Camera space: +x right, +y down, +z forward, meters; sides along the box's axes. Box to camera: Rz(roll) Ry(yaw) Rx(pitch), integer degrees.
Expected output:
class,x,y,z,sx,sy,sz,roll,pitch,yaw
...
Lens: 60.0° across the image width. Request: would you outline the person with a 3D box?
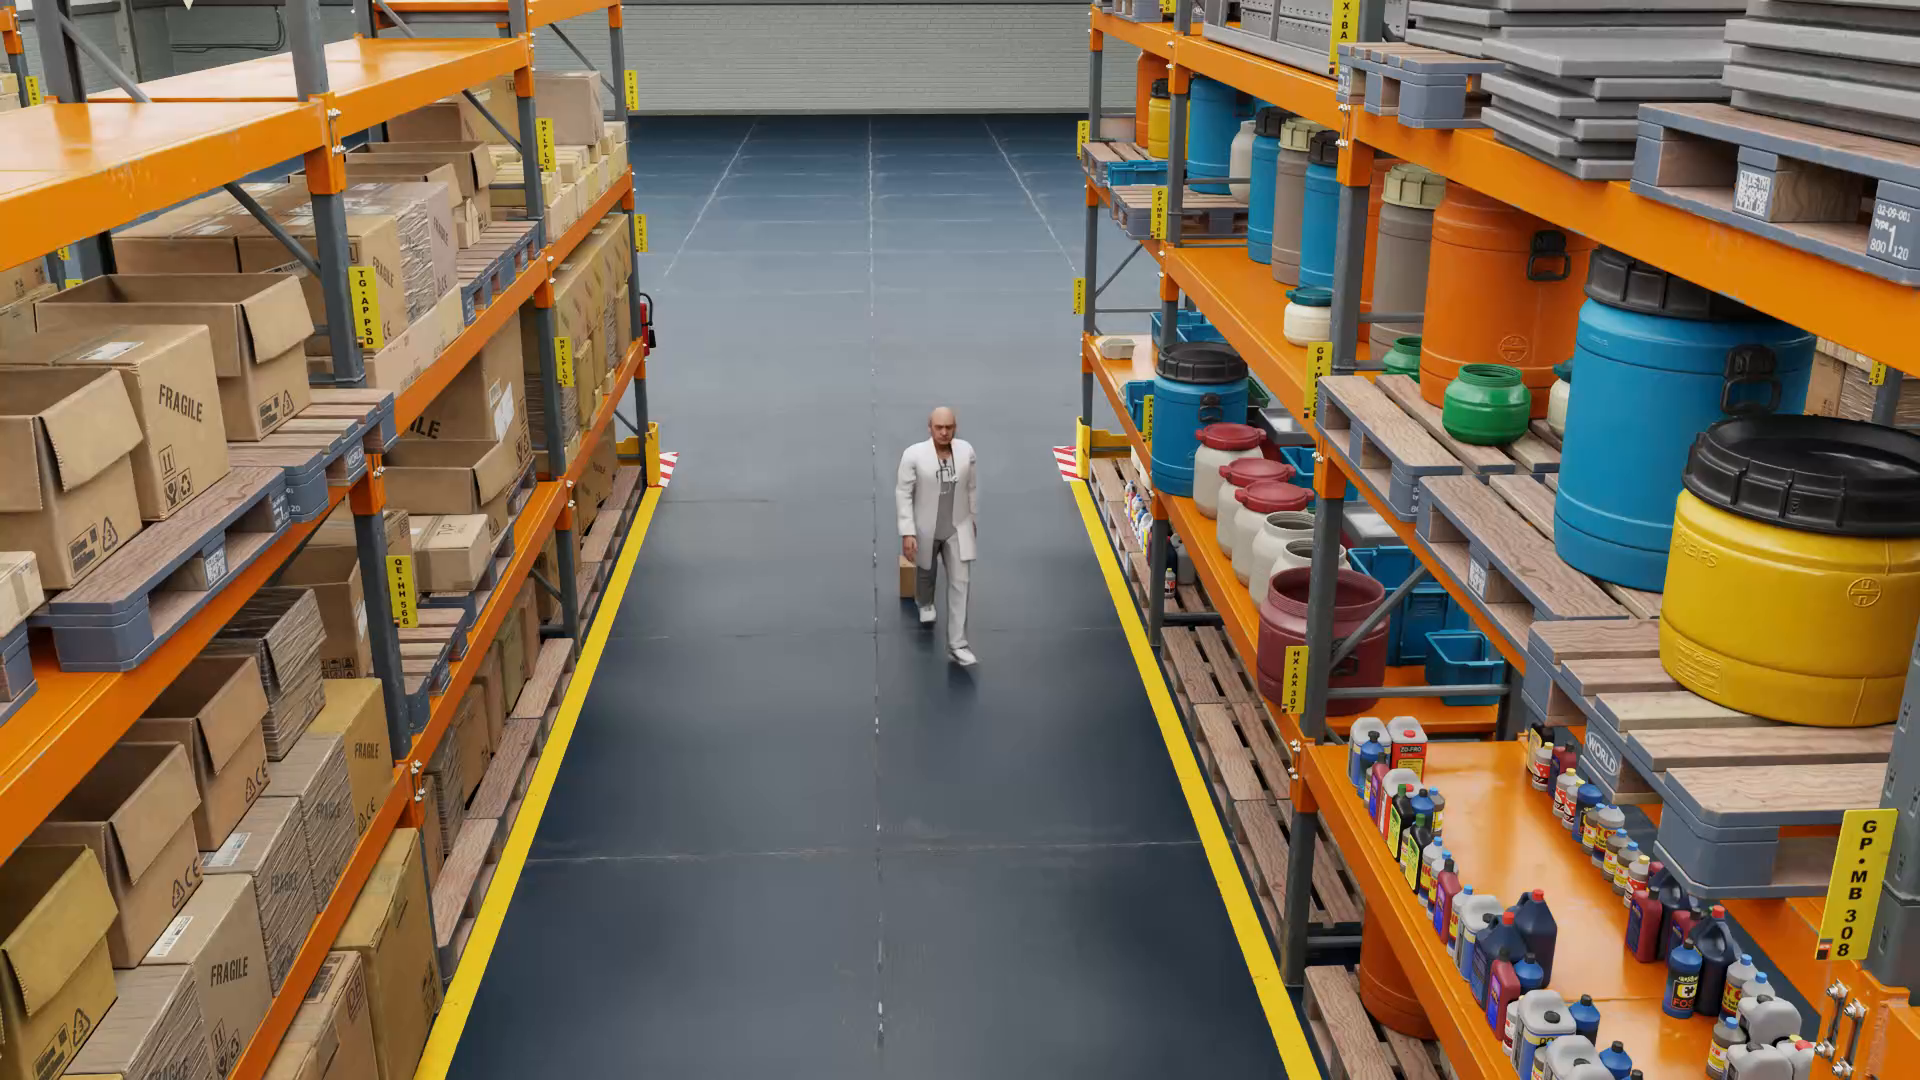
class,x,y,z,sx,sy,sz,roll,pitch,yaw
person,-0.144,-0.083,11.351,0.613,1.724,1.153,-4,20,-10
